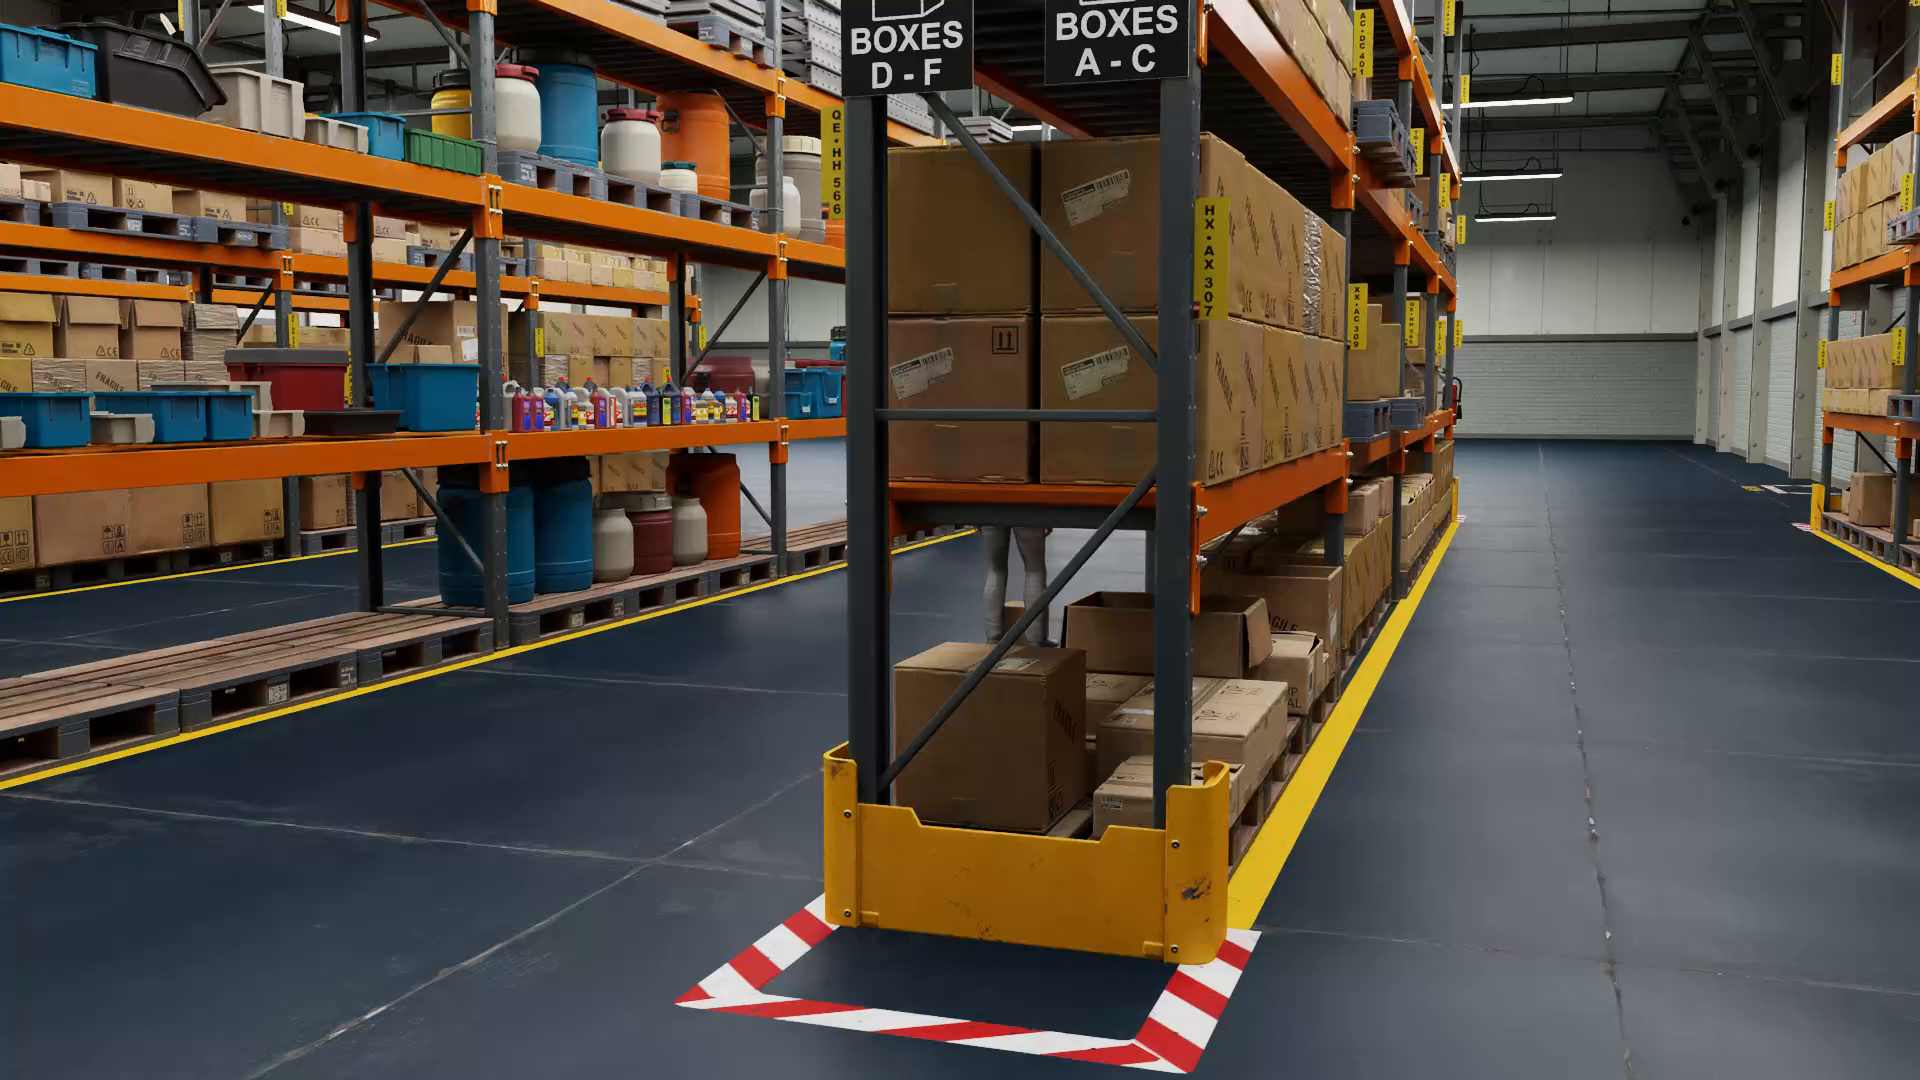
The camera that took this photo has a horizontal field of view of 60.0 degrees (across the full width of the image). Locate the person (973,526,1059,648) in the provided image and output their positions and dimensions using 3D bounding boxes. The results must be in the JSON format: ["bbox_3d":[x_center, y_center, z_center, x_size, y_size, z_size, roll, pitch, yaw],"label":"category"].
[{"bbox_3d":[0.325,-0.162,9.967,0.530,1.663,0.391,2,6,16],"label":"person"}]
